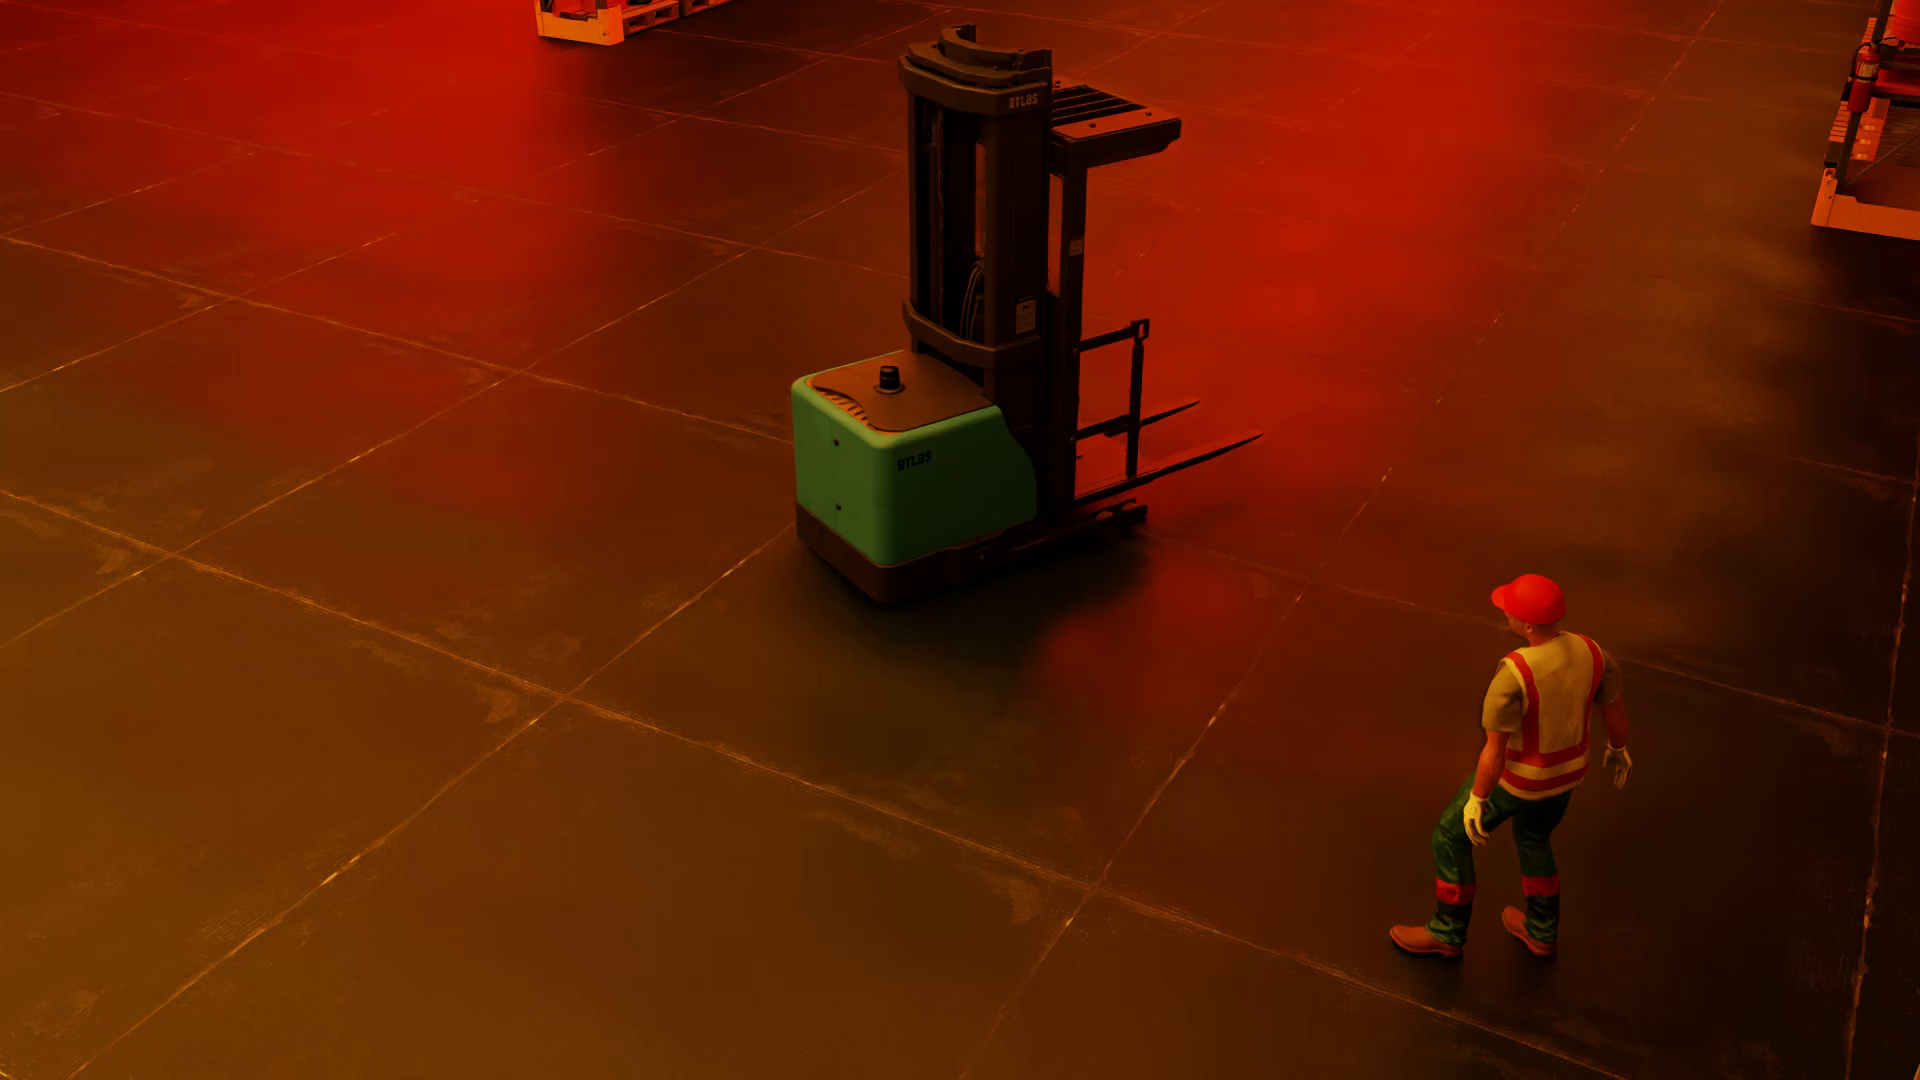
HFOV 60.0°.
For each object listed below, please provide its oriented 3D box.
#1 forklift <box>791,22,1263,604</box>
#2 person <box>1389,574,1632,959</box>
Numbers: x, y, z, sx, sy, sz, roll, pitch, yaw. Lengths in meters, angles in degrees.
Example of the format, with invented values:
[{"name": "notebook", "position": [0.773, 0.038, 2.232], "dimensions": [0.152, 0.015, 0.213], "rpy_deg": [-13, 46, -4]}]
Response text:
[{"name": "forklift", "position": [0.525, -1.475, 9.626], "dimensions": [3.031, 2.935, 1.130], "rpy_deg": [-19, 35, -29]}, {"name": "person", "position": [2.264, 0.922, 6.680], "dimensions": [0.880, 1.747, 0.455], "rpy_deg": [-11, 32, -19]}]
